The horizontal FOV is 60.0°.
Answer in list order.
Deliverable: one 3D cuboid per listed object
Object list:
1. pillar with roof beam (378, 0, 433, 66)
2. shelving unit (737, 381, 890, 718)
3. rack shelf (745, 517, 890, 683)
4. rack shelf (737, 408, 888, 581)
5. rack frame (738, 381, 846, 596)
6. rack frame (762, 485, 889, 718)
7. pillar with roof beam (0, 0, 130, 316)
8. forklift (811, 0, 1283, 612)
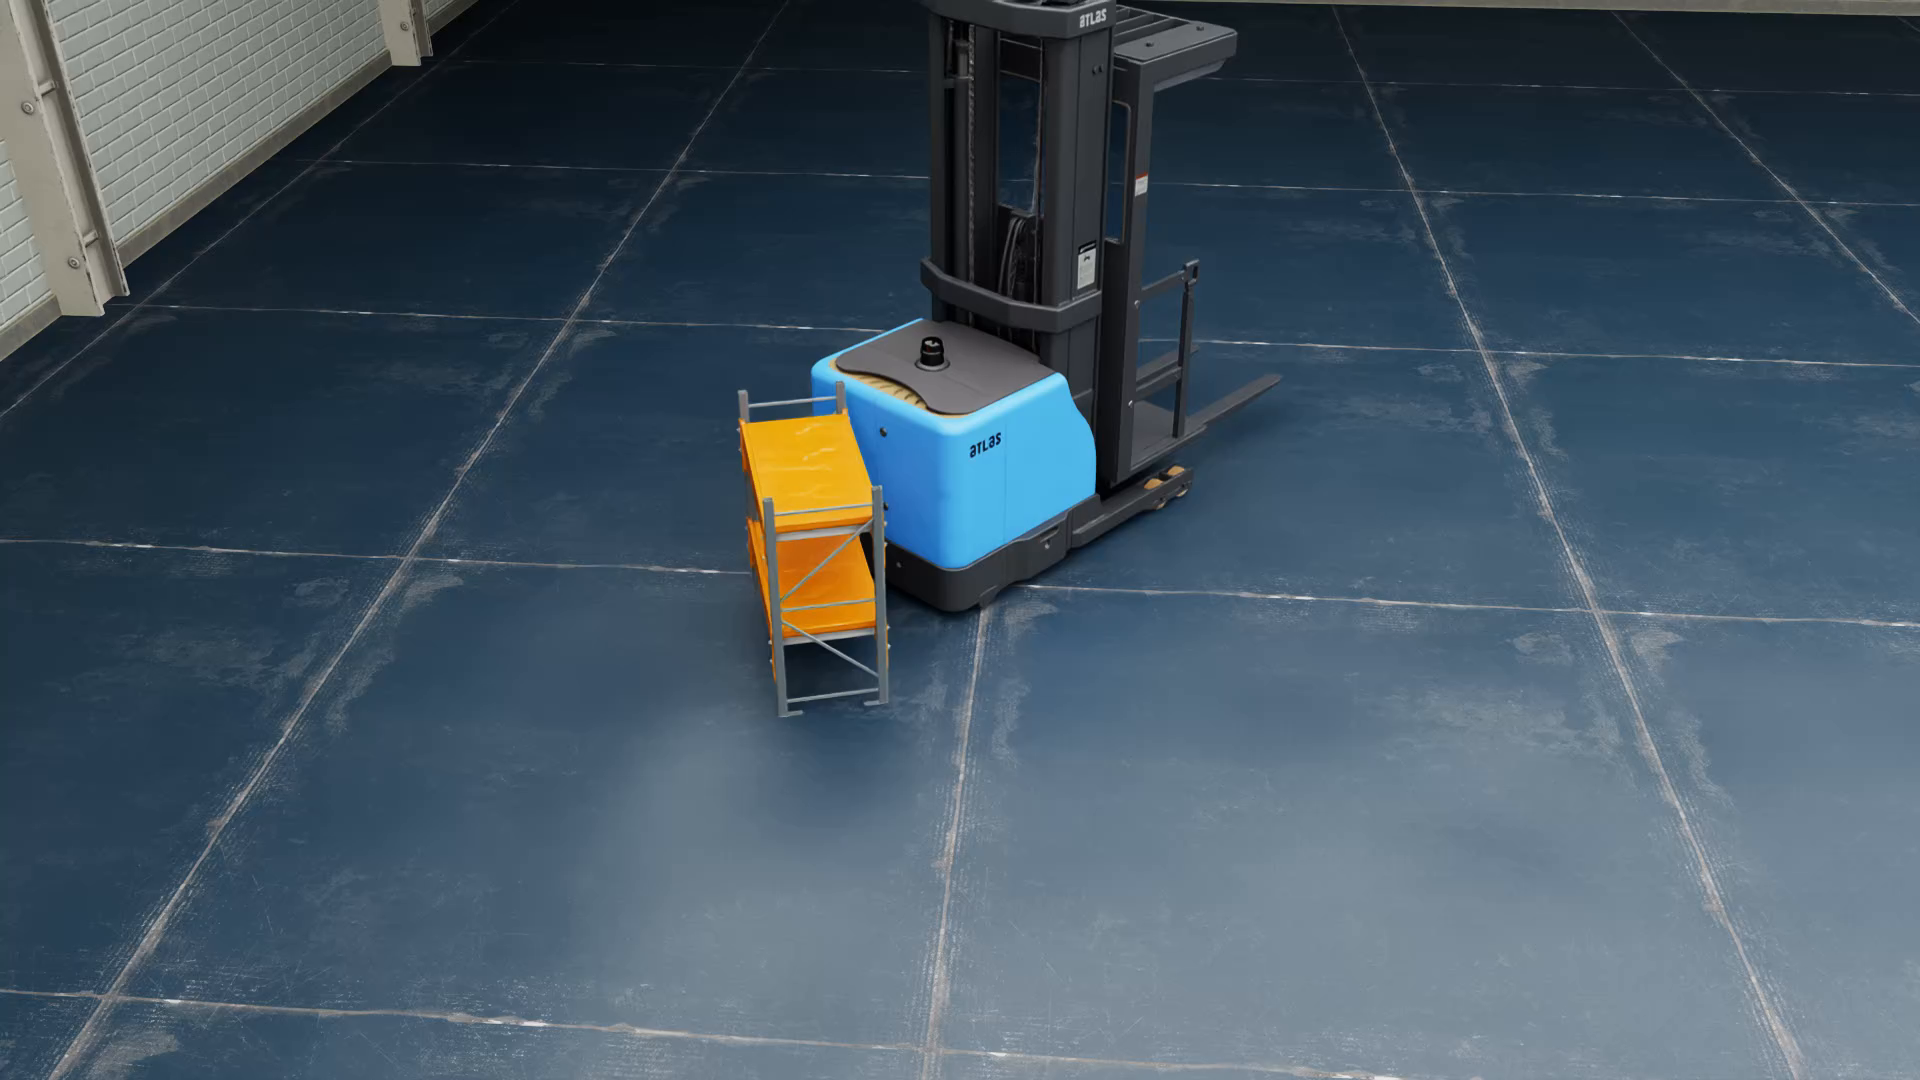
[{"bbox_3d":[-1.141,-8.400,13.804,9.100,9.000,0.400,2,32,4],"label":"pillar with roof beam"},{"bbox_3d":[-0.679,0.024,7.639,0.538,1.125,1.048,-7,32,-10],"label":"shelving unit"},{"bbox_3d":[-0.679,0.232,7.767,0.538,0.278,1.000,-7,32,-10],"label":"rack shelf"},{"bbox_3d":[-0.679,-0.225,7.485,0.538,0.278,1.000,-7,32,-10],"label":"rack shelf"},{"bbox_3d":[-0.787,-0.236,8.061,0.500,1.125,0.032,-7,32,-10],"label":"rack frame"},{"bbox_3d":[-0.571,0.285,7.216,0.500,1.125,0.032,-7,32,-10],"label":"rack frame"},{"bbox_3d":[-1.630,-5.263,8.713,9.100,9.000,0.400,2,32,4],"label":"pillar with roof beam"},{"bbox_3d":[0.637,-1.579,8.519,1.130,2.935,3.031,27,40,36],"label":"forklift"}]
